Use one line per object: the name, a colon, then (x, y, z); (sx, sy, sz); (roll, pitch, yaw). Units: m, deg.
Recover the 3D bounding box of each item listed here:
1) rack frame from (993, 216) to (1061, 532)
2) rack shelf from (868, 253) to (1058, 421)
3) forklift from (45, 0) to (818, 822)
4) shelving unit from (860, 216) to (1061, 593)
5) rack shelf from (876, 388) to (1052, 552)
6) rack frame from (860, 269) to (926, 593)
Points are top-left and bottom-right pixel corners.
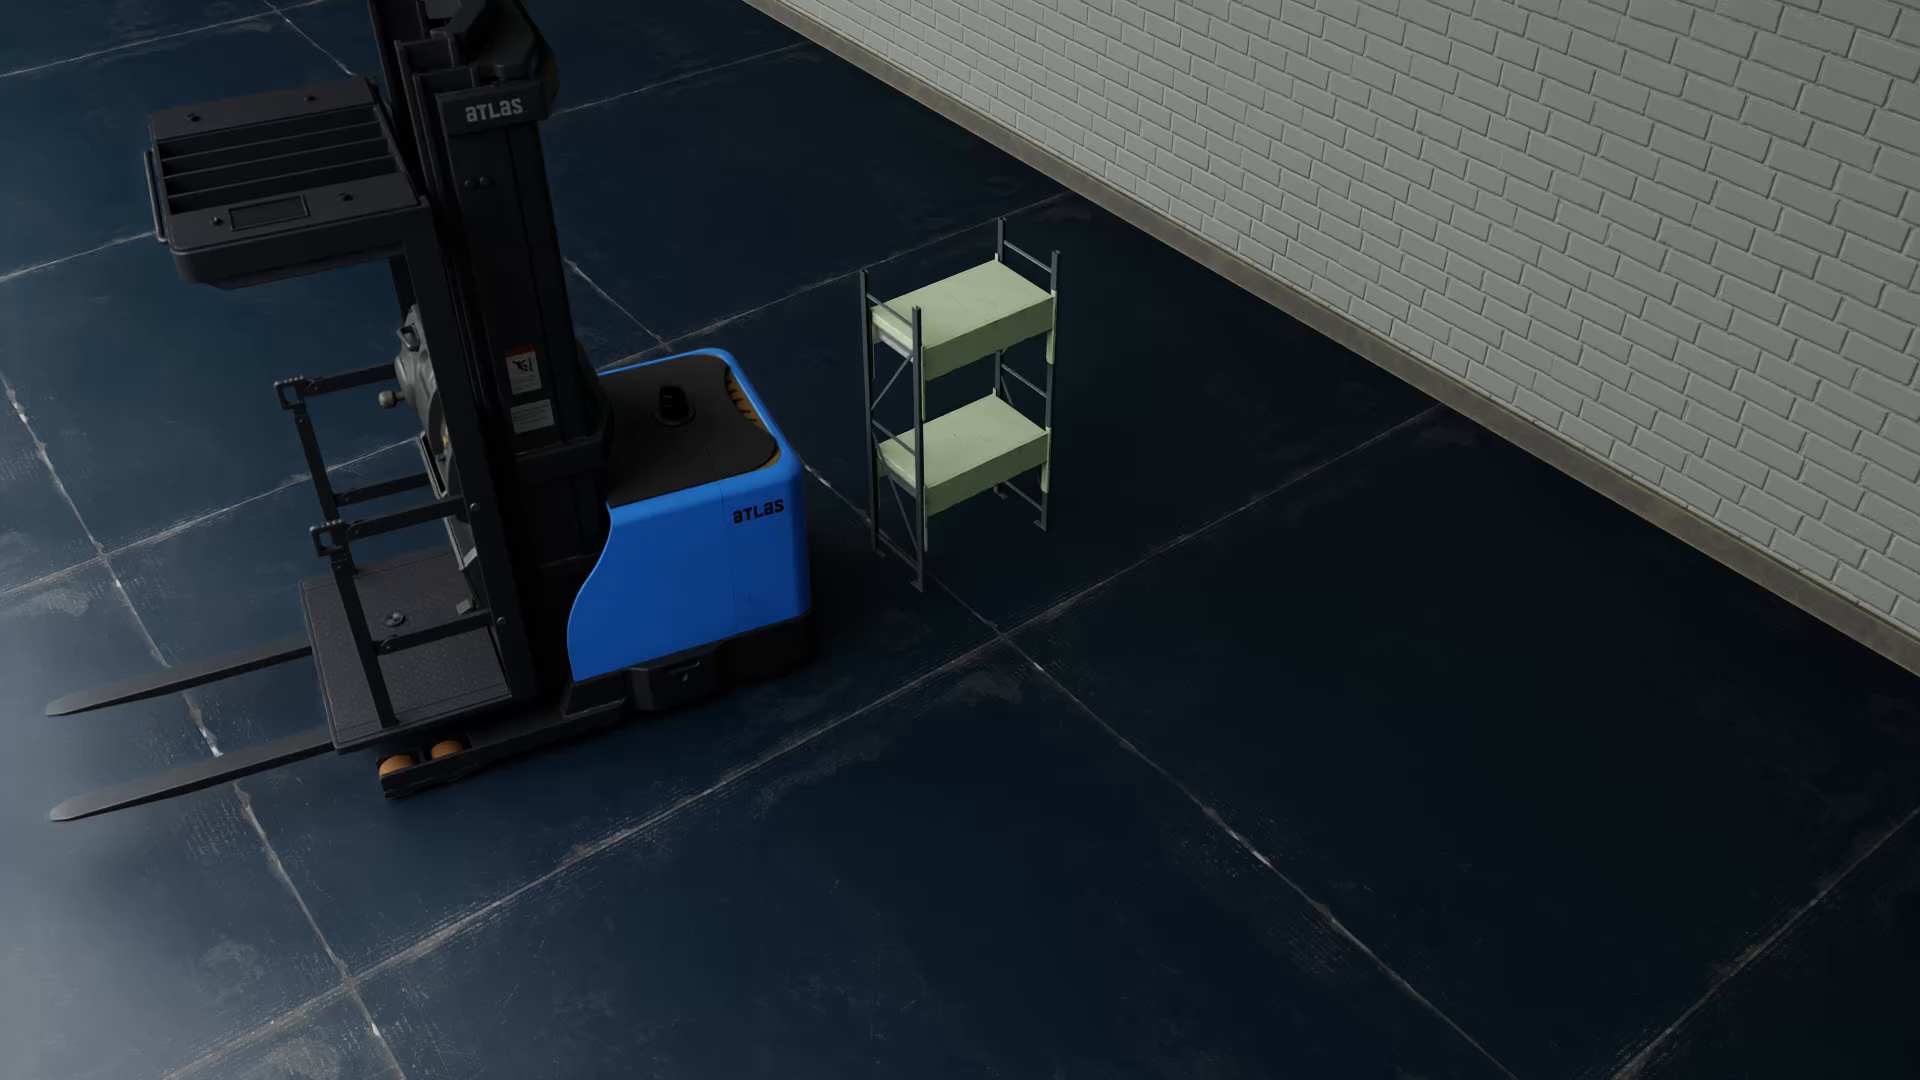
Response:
rack frame: (0.295, -0.724, 7.583); (0.023, 1.500, 0.400); (-26, 46, -28)
rack shelf: (0.005, -0.884, 7.163); (0.720, 0.370, 0.431); (-26, 46, -28)
forklift: (-2.176, -0.495, 6.176); (3.031, 2.935, 1.130); (-16, 42, -19)
shelving unit: (0.005, -0.582, 7.411); (0.755, 1.500, 0.431); (-26, 46, -28)
rack shelf: (0.005, -0.330, 7.618); (0.720, 0.370, 0.431); (-26, 46, -28)
rack frame: (-0.285, -0.441, 7.239); (0.023, 1.500, 0.400); (-26, 46, -28)
